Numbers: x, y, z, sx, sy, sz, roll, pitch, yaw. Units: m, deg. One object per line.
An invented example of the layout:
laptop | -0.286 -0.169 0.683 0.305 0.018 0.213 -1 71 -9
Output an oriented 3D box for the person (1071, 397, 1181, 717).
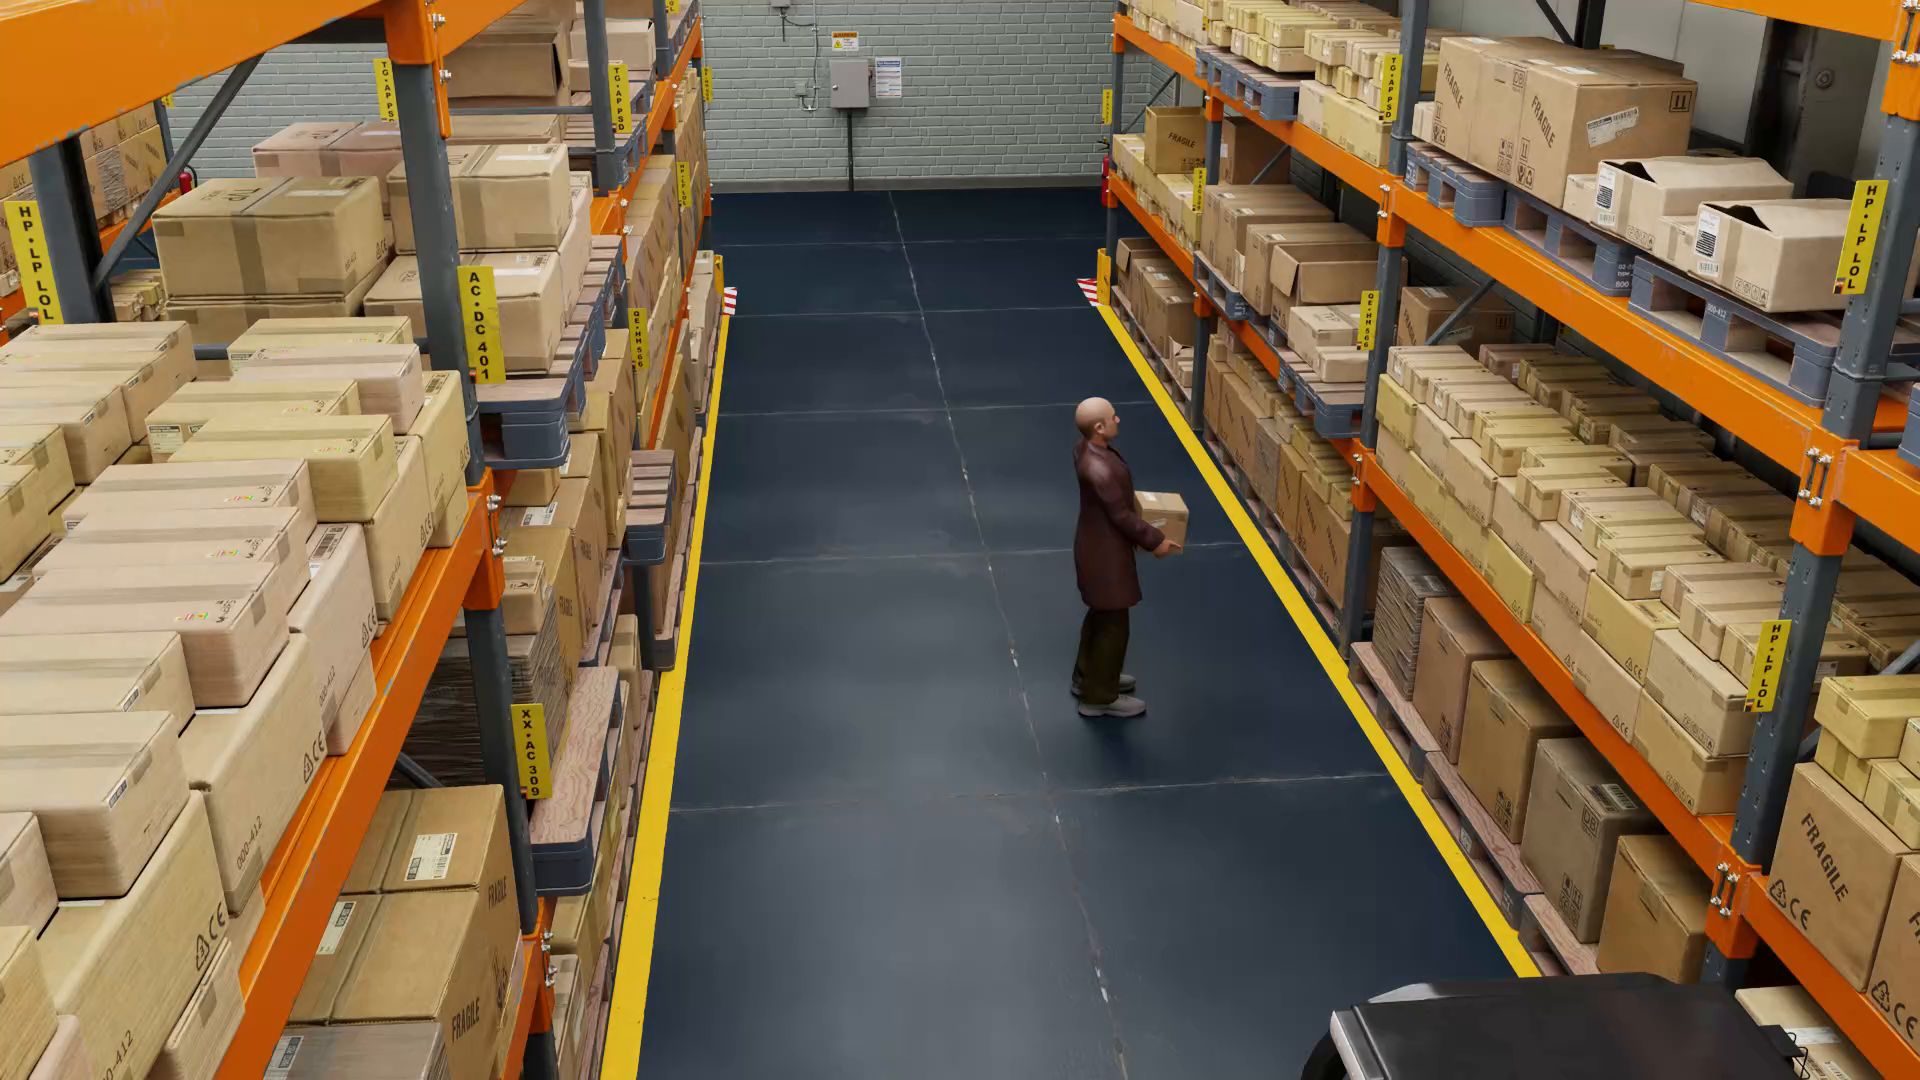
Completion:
person | 0.876 0.079 8.941 0.562 1.769 0.530 -2 23 -5
